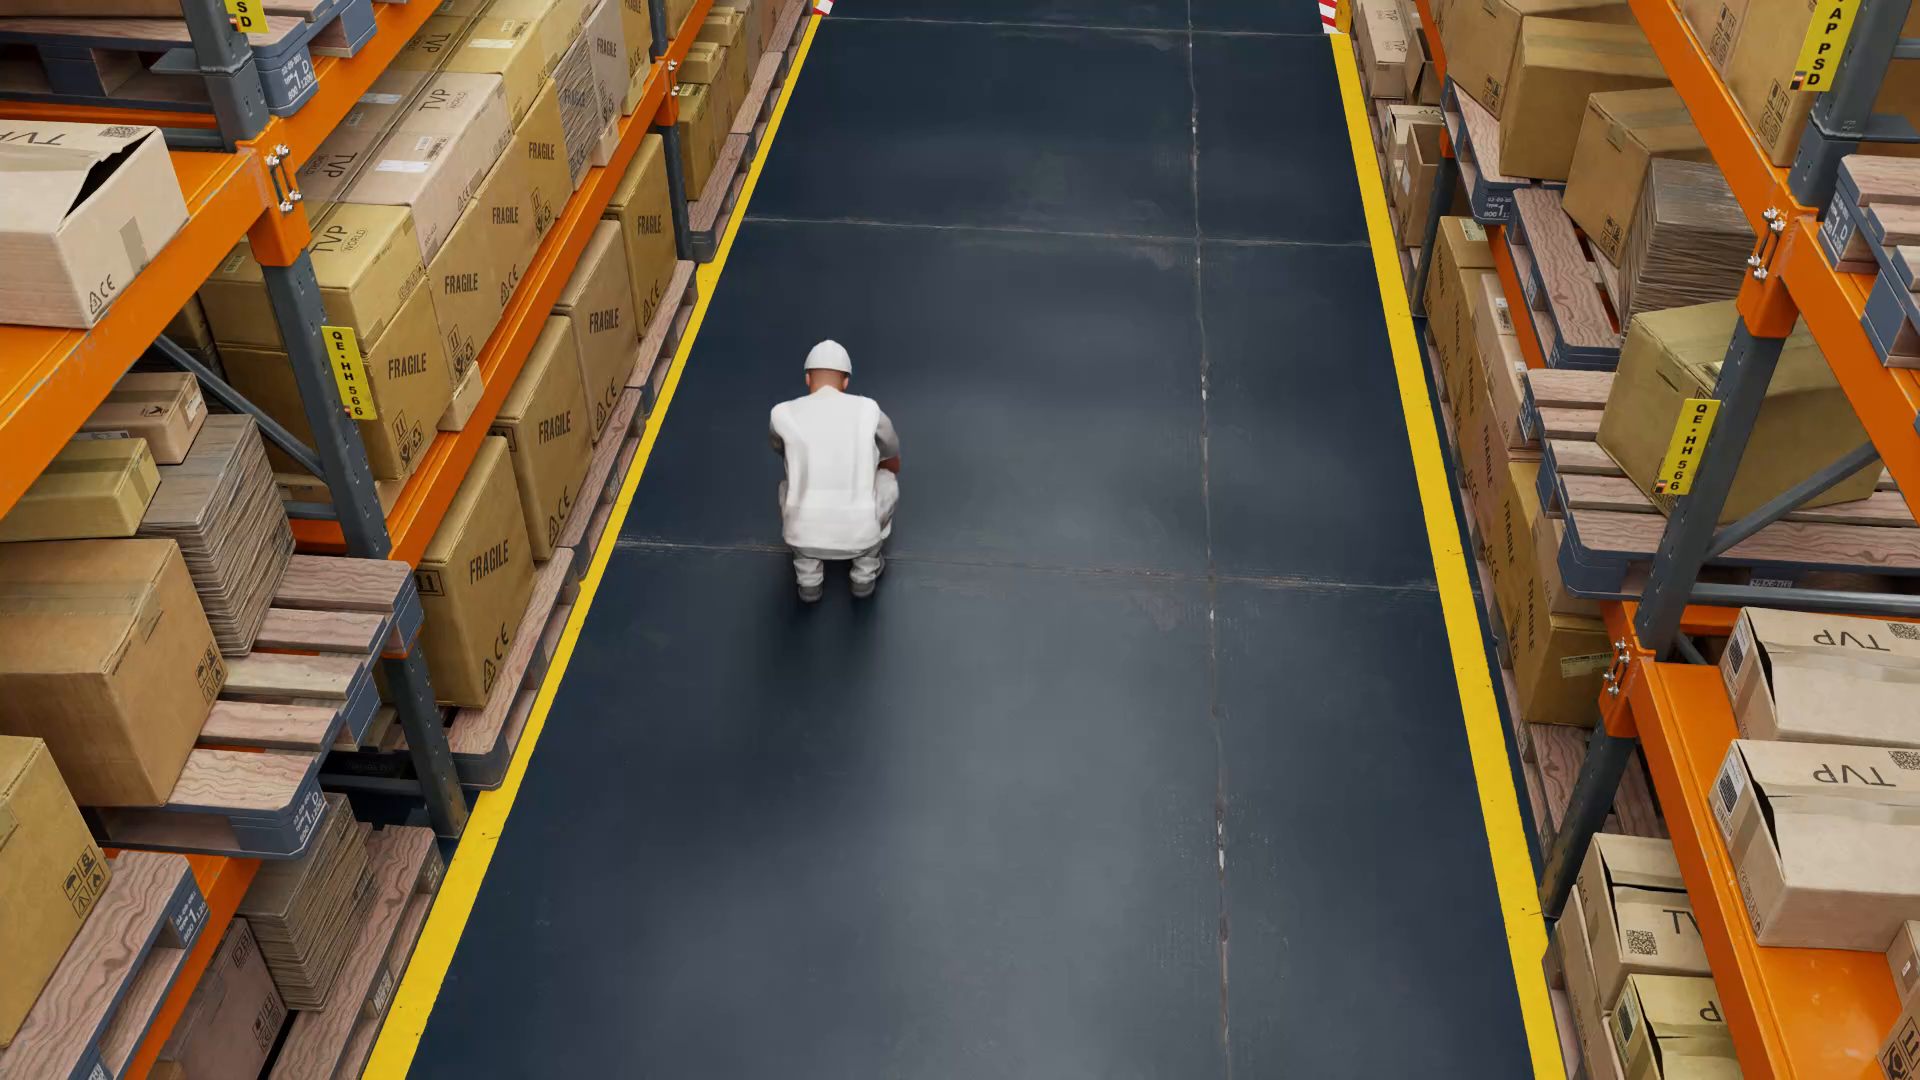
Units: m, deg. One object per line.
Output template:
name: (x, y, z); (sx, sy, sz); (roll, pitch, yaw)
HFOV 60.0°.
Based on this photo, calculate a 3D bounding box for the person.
person: (-0.542, -0.273, 7.097); (0.565, 0.990, 0.882); (3, 40, 4)
